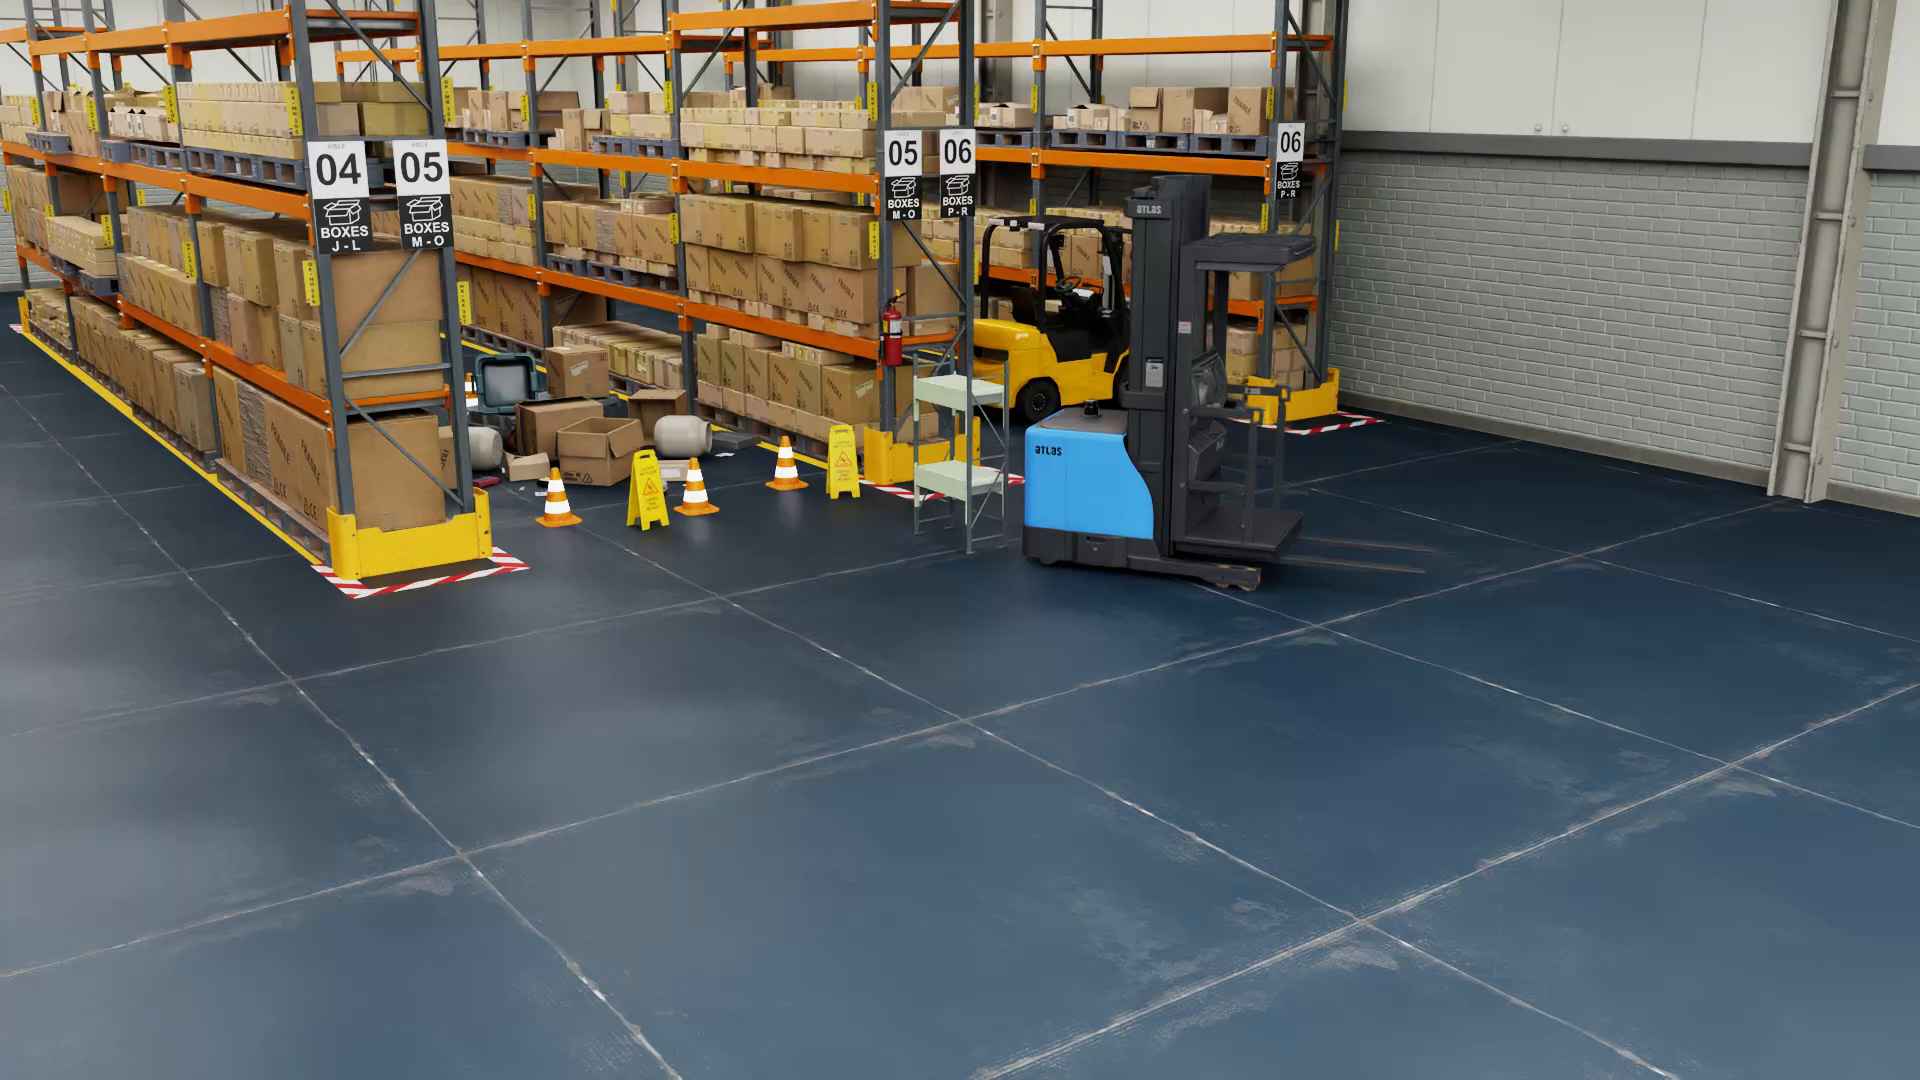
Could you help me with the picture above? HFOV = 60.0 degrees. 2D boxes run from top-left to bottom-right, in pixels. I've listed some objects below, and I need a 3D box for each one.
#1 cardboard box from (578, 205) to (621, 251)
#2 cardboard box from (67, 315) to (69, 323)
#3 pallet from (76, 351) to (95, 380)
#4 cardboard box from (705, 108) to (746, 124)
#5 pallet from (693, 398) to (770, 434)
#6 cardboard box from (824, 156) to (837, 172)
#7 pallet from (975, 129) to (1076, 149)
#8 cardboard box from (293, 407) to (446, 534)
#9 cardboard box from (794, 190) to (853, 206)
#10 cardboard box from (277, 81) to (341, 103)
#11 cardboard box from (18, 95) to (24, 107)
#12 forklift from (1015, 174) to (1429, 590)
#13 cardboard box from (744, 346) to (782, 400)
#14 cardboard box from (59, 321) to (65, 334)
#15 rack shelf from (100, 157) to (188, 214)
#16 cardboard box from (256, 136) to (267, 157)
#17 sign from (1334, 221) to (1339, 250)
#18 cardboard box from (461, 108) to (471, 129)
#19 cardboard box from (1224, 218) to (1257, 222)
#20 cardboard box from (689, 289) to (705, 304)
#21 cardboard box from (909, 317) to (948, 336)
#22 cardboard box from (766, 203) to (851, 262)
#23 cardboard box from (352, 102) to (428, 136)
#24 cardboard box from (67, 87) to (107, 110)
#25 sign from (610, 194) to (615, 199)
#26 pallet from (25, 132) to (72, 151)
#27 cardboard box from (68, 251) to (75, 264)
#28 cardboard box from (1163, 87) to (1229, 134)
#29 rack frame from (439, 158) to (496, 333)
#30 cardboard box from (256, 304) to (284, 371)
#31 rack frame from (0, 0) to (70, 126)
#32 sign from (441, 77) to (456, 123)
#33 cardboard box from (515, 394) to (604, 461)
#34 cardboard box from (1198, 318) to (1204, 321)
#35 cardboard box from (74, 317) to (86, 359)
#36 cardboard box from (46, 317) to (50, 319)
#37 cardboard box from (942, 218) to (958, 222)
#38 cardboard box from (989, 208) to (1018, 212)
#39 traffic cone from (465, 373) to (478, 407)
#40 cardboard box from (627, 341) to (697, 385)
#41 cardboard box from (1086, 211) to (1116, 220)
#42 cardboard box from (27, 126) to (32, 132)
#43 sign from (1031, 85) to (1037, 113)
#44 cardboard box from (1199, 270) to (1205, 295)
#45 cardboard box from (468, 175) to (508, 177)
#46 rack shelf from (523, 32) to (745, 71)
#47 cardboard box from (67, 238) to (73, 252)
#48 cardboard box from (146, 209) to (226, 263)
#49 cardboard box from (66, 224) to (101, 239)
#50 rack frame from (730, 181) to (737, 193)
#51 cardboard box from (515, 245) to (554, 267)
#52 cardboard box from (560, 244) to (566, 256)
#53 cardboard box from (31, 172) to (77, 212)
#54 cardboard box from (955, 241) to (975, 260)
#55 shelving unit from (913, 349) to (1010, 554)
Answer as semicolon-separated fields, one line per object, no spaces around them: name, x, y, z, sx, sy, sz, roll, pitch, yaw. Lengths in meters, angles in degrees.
cardboard box;-4.305;-3.809;20.263;0.500;0.500;0.500;-10;18;-34
cardboard box;-11.728;-2.984;22.273;0.380;0.149;0.250;-10;18;-33
pallet;-10.850;-2.323;21.663;1.003;0.211;1.213;-11;19;-35
cardboard box;-2.415;-4.399;17.249;0.380;0.149;0.250;-12;19;-36
pallet;-2.237;-1.432;18.410;1.003;0.211;1.213;-11;19;-35
cardboard box;-1.046;-3.530;15.584;0.380;0.149;0.250;-10;18;-33
pallet;0.824;-5.227;21.674;0.805;0.209;1.217;-12;19;-37
cardboard box;-4.705;-0.584;13.256;0.875;0.875;0.875;-11;19;-34
cardboard box;-2.109;-5.113;25.584;0.797;0.503;0.637;-11;19;-36
cardboard box;-4.725;-3.252;12.073;0.380;0.149;0.250;-11;19;-34
cardboard box;-12.495;-5.938;22.490;0.380;0.149;0.250;-11;19;-35
forklift;1.997;-1.206;12.429;3.031;2.935;1.130;6;16;21
cardboard box;-1.904;-1.762;17.324;0.500;0.500;0.500;-10;18;-32
cardboard box;-11.920;-2.878;22.452;0.380;0.149;0.250;-12;19;-37
rack shelf;-7.781;-3.652;16.919;1.077;0.370;4.000;-11;19;-35
cardboard box;-5.170;-3.029;12.769;0.380;0.149;0.250;-11;19;-34
sign;4.157;-3.373;18.428;0.100;0.325;0.005;-11;19;-35
cardboard box;-6.573;-5.764;22.730;0.396;0.266;0.258;-9;18;-30
cardboard box;3.253;-3.612;19.111;0.380;0.149;0.250;-11;19;-34
cardboard box;-2.734;-2.677;18.151;0.380;0.149;0.250;-11;19;-35
cardboard box;-0.341;-2.045;15.841;0.380;0.149;0.250;-11;19;-34
cardboard box;-1.460;-3.013;16.254;0.700;0.500;0.500;-11;19;-35
cardboard box;-4.329;-3.183;12.577;0.500;0.250;0.500;-11;19;-35
cardboard box;-10.178;-5.161;19.430;0.396;0.266;0.258;-11;19;-35
sign;-4.579;-4.376;21.839;0.100;0.325;0.005;-11;19;-35
pallet;-11.032;-5.042;20.988;1.213;0.211;1.003;-11;19;-35
cardboard box;-10.531;-3.427;20.097;0.380;0.149;0.250;-12;19;-37
cardboard box;2.726;-4.869;18.828;0.700;0.500;0.500;-11;19;-34
rack frame;-7.364;-4.624;24.787;1.000;3.000;0.127;-11;19;-35
cardboard box;-5.421;-1.776;14.098;0.875;0.550;0.500;-11;19;-35
rack frame;-13.660;-7.581;24.230;1.000;3.000;0.127;-11;19;-35
sign;-3.800;-3.263;12.327;0.100;0.325;0.005;-11;19;-35
cardboard box;-3.945;-1.103;16.396;0.797;0.637;0.503;-11;19;-35
cardboard box;2.572;-2.455;19.384;0.500;0.250;0.500;-11;19;-34
cardboard box;-11.089;-2.632;21.449;0.500;0.500;0.500;-10;18;-32
cardboard box;-12.951;-3.147;23.998;0.380;0.149;0.250;-11;19;-34
cardboard box;-0.022;-4.399;22.548;0.380;0.149;0.250;-11;19;-36
cardboard box;0.613;-4.436;22.685;0.380;0.149;0.250;-11;19;-35
traffic cone;-5.501;-1.646;18.713;0.336;0.463;0.334;-11;19;-35
cardboard box;-3.396;-2.115;19.804;0.950;0.372;0.625;-10;18;-31
cardboard box;1.752;-3.911;20.203;0.380;0.149;0.250;-10;18;-33
cardboard box;-12.100;-5.379;22.151;0.500;0.250;0.500;-11;19;-35
sign;0.919;-5.448;20.542;0.100;0.325;0.005;-11;19;-35
cardboard box;2.905;-3.057;18.875;0.500;0.500;0.500;-10;18;-33
cardboard box;-6.898;-5.098;24.436;0.500;0.500;0.500;-10;18;-33
rack shelf;-3.836;-5.696;19.462;1.077;0.370;4.000;-11;19;-35
cardboard box;-10.528;-3.569;20.052;0.380;0.149;0.250;-11;19;-36
cardboard box;-8.099;-3.196;17.486;0.700;0.500;0.500;-11;19;-35
cardboard box;-10.526;-3.714;20.016;0.380;0.149;0.250;-10;18;-33
rack frame;-3.351;-5.395;27.605;1.000;3.000;0.127;-11;19;-35
cardboard box;-5.519;-3.765;21.934;0.500;0.250;0.500;-12;19;-36
cardboard box;-4.832;-3.687;21.046;0.380;0.149;0.250;-12;20;-38
cardboard box;-12.112;-4.676;22.330;0.500;0.500;0.500;-12;19;-36
cardboard box;0.277;-3.899;22.422;0.500;0.250;0.500;-11;19;-34
shelving unit;0.004;-0.722;13.373;0.431;1.500;0.755;-11;19;-35
